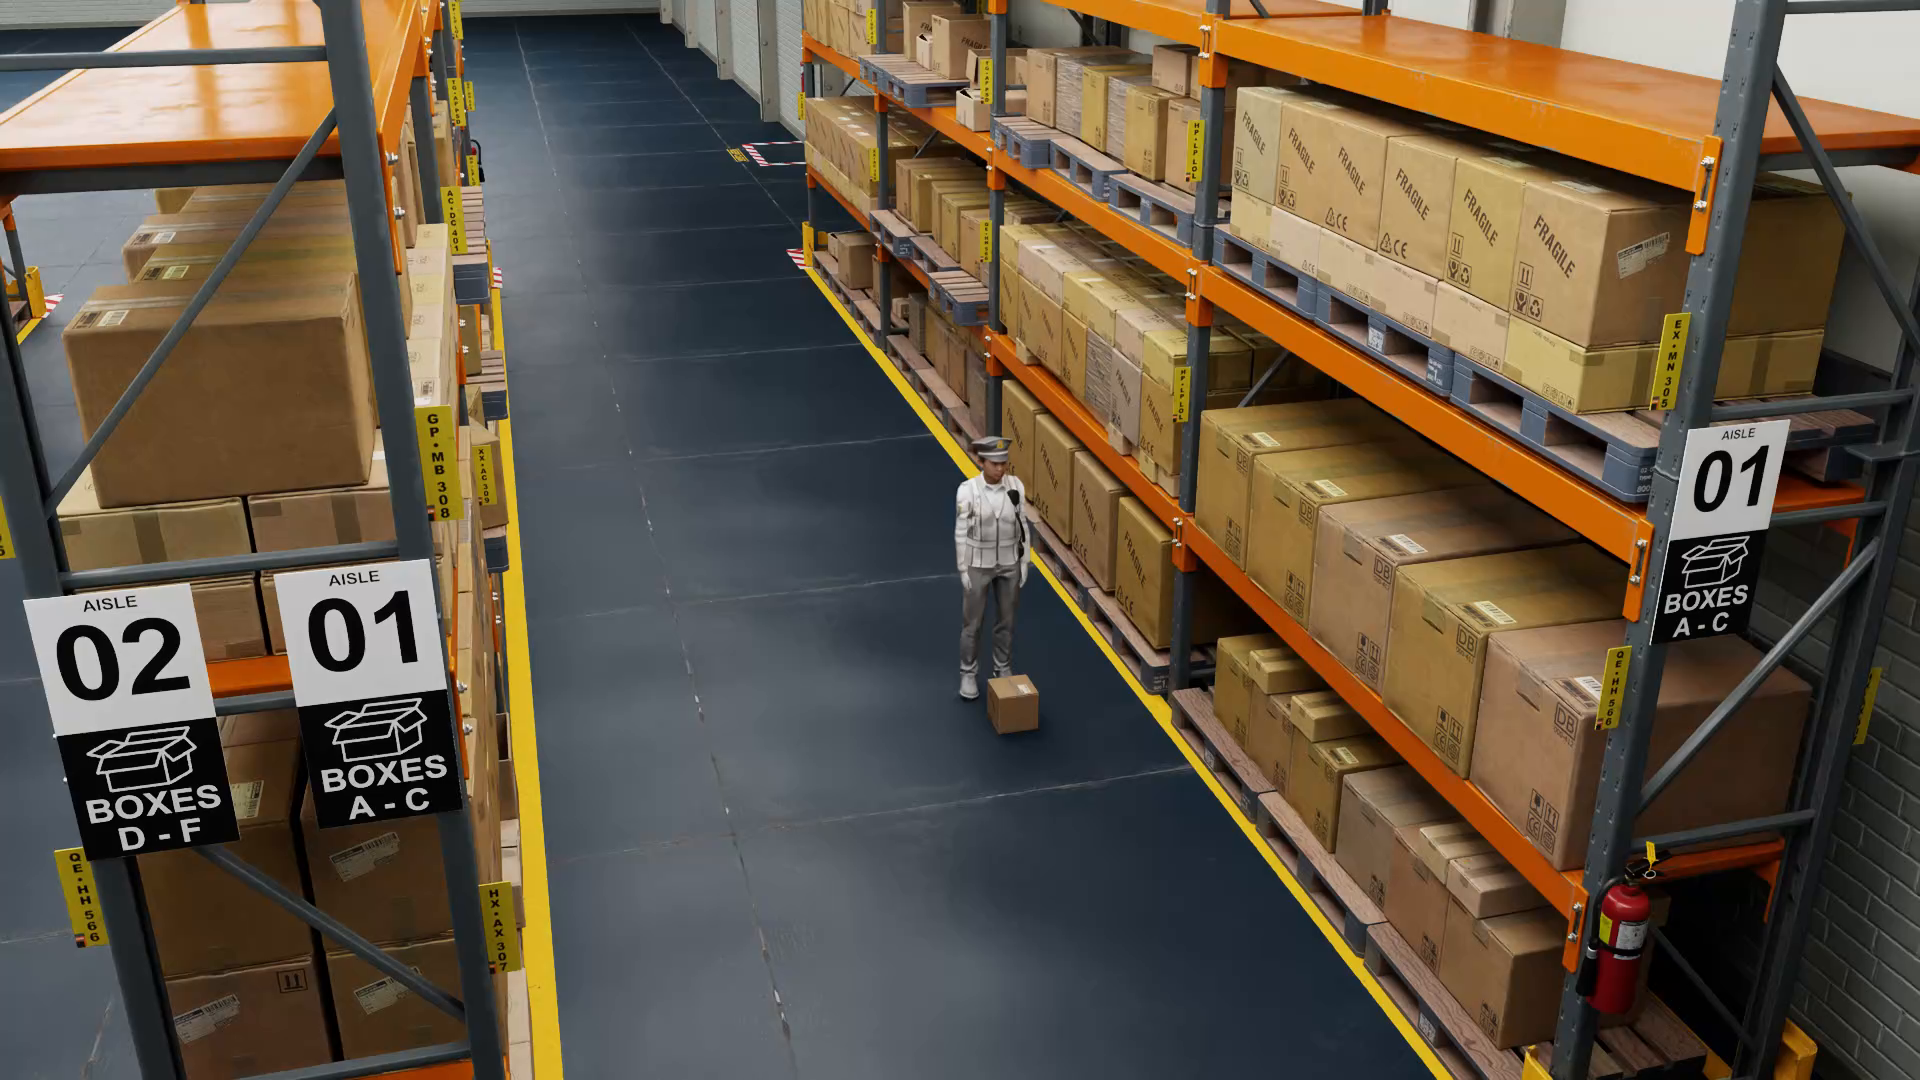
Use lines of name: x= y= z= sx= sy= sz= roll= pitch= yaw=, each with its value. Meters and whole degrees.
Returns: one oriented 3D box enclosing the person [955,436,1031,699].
person: x=0.208 y=0.156 z=10.249 sx=0.475 sy=1.684 sz=0.340 roll=-6 pitch=24 yaw=-15
